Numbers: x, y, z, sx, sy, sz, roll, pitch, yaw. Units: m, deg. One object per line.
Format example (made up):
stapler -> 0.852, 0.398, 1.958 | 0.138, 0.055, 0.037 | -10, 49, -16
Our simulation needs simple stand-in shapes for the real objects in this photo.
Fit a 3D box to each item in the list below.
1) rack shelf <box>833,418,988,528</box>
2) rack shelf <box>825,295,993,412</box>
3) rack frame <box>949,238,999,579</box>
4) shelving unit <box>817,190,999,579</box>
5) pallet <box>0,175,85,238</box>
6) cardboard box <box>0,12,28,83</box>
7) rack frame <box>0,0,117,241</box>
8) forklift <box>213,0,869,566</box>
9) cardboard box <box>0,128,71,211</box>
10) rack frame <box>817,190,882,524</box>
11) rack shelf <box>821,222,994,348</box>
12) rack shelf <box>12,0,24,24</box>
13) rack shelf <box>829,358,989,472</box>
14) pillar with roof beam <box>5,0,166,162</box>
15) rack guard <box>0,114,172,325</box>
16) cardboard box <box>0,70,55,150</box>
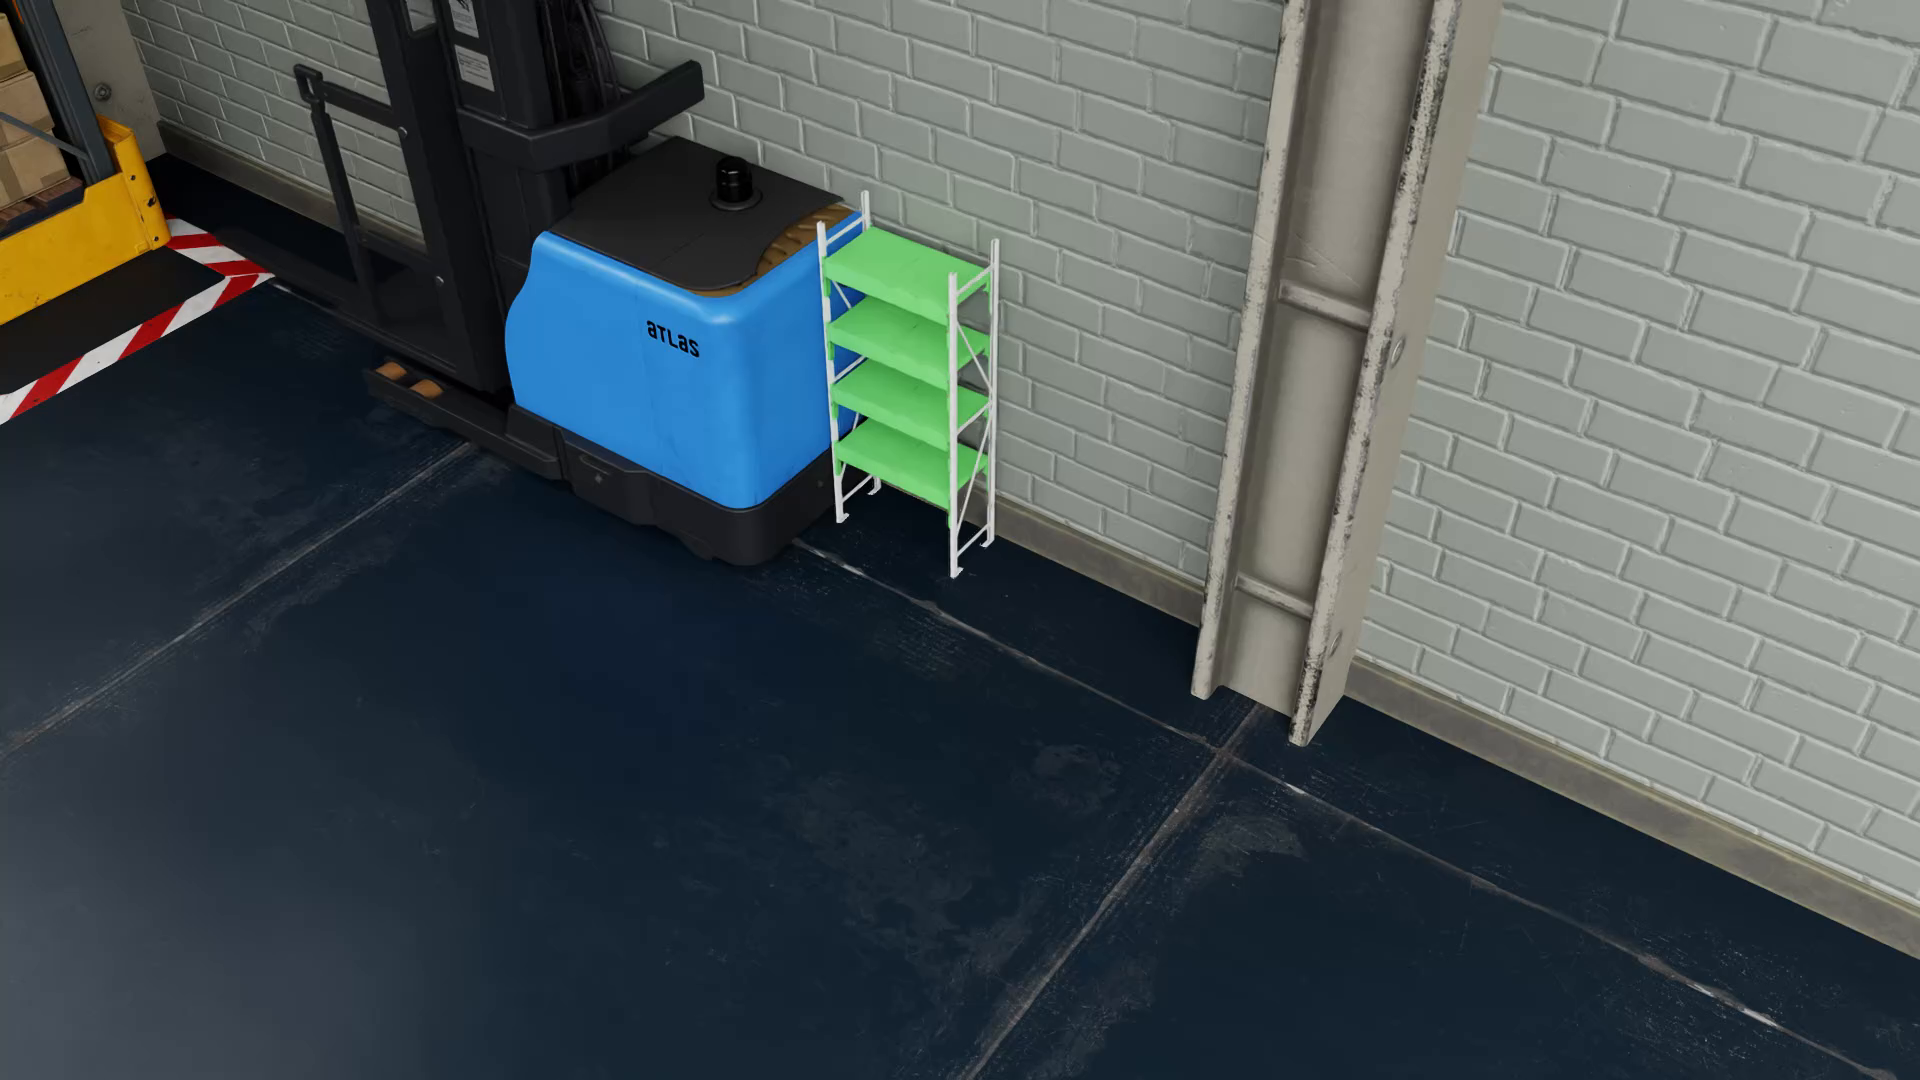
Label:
rack shelf -> -0.157, -0.252, 5.587 | 0.480, 0.148, 0.258 | 25, 48, 25
rack shelf -> -0.157, -0.609, 5.266 | 0.480, 0.148, 0.258 | 25, 48, 25
rack frame -> 0.042, -0.384, 5.279 | 0.015, 1.200, 0.240 | 25, 48, 25
shelving unit -> -0.157, -0.478, 5.384 | 0.503, 1.200, 0.258 | 25, 48, 25
pallet -> -4.540, -1.416, 7.174 | 1.213, 0.211, 1.003 | 25, 48, 25
cardboard box -> -4.174, -1.977, 6.708 | 0.500, 0.250, 0.500 | 24, 47, 25
rack frame -> -3.889, -2.186, 5.943 | 0.127, 3.000, 1.000 | 25, 48, 25
forklift -> -1.632, -1.788, 5.550 | 3.031, 2.935, 1.130 | 25, 47, 25
cardboard box -> -4.179, -1.612, 7.049 | 0.500, 0.250, 0.500 | 25, 48, 25
rack frame -> -0.357, -0.571, 5.488 | 0.015, 1.200, 0.240 | 25, 48, 25
rack shelf -> -0.158, -0.788, 5.106 | 0.480, 0.148, 0.258 | 25, 48, 25
rack shelf -> -5.527, -2.683, 7.039 | 4.000, 0.370, 1.077 | 25, 48, 25
rack shelf -> -0.157, -0.430, 5.427 | 0.480, 0.148, 0.258 | 25, 48, 25
pillar with roof beam -> -6.414, -2.830, 2.164 | 0.400, 9.000, 9.100 | 25, 48, 25
rack guard -> -3.870, -1.245, 6.766 | 0.348, 0.500, 1.175 | 25, 48, 25
cardboard box -> -4.155, -1.797, 6.881 | 0.500, 0.250, 0.500 | 26, 48, 26
